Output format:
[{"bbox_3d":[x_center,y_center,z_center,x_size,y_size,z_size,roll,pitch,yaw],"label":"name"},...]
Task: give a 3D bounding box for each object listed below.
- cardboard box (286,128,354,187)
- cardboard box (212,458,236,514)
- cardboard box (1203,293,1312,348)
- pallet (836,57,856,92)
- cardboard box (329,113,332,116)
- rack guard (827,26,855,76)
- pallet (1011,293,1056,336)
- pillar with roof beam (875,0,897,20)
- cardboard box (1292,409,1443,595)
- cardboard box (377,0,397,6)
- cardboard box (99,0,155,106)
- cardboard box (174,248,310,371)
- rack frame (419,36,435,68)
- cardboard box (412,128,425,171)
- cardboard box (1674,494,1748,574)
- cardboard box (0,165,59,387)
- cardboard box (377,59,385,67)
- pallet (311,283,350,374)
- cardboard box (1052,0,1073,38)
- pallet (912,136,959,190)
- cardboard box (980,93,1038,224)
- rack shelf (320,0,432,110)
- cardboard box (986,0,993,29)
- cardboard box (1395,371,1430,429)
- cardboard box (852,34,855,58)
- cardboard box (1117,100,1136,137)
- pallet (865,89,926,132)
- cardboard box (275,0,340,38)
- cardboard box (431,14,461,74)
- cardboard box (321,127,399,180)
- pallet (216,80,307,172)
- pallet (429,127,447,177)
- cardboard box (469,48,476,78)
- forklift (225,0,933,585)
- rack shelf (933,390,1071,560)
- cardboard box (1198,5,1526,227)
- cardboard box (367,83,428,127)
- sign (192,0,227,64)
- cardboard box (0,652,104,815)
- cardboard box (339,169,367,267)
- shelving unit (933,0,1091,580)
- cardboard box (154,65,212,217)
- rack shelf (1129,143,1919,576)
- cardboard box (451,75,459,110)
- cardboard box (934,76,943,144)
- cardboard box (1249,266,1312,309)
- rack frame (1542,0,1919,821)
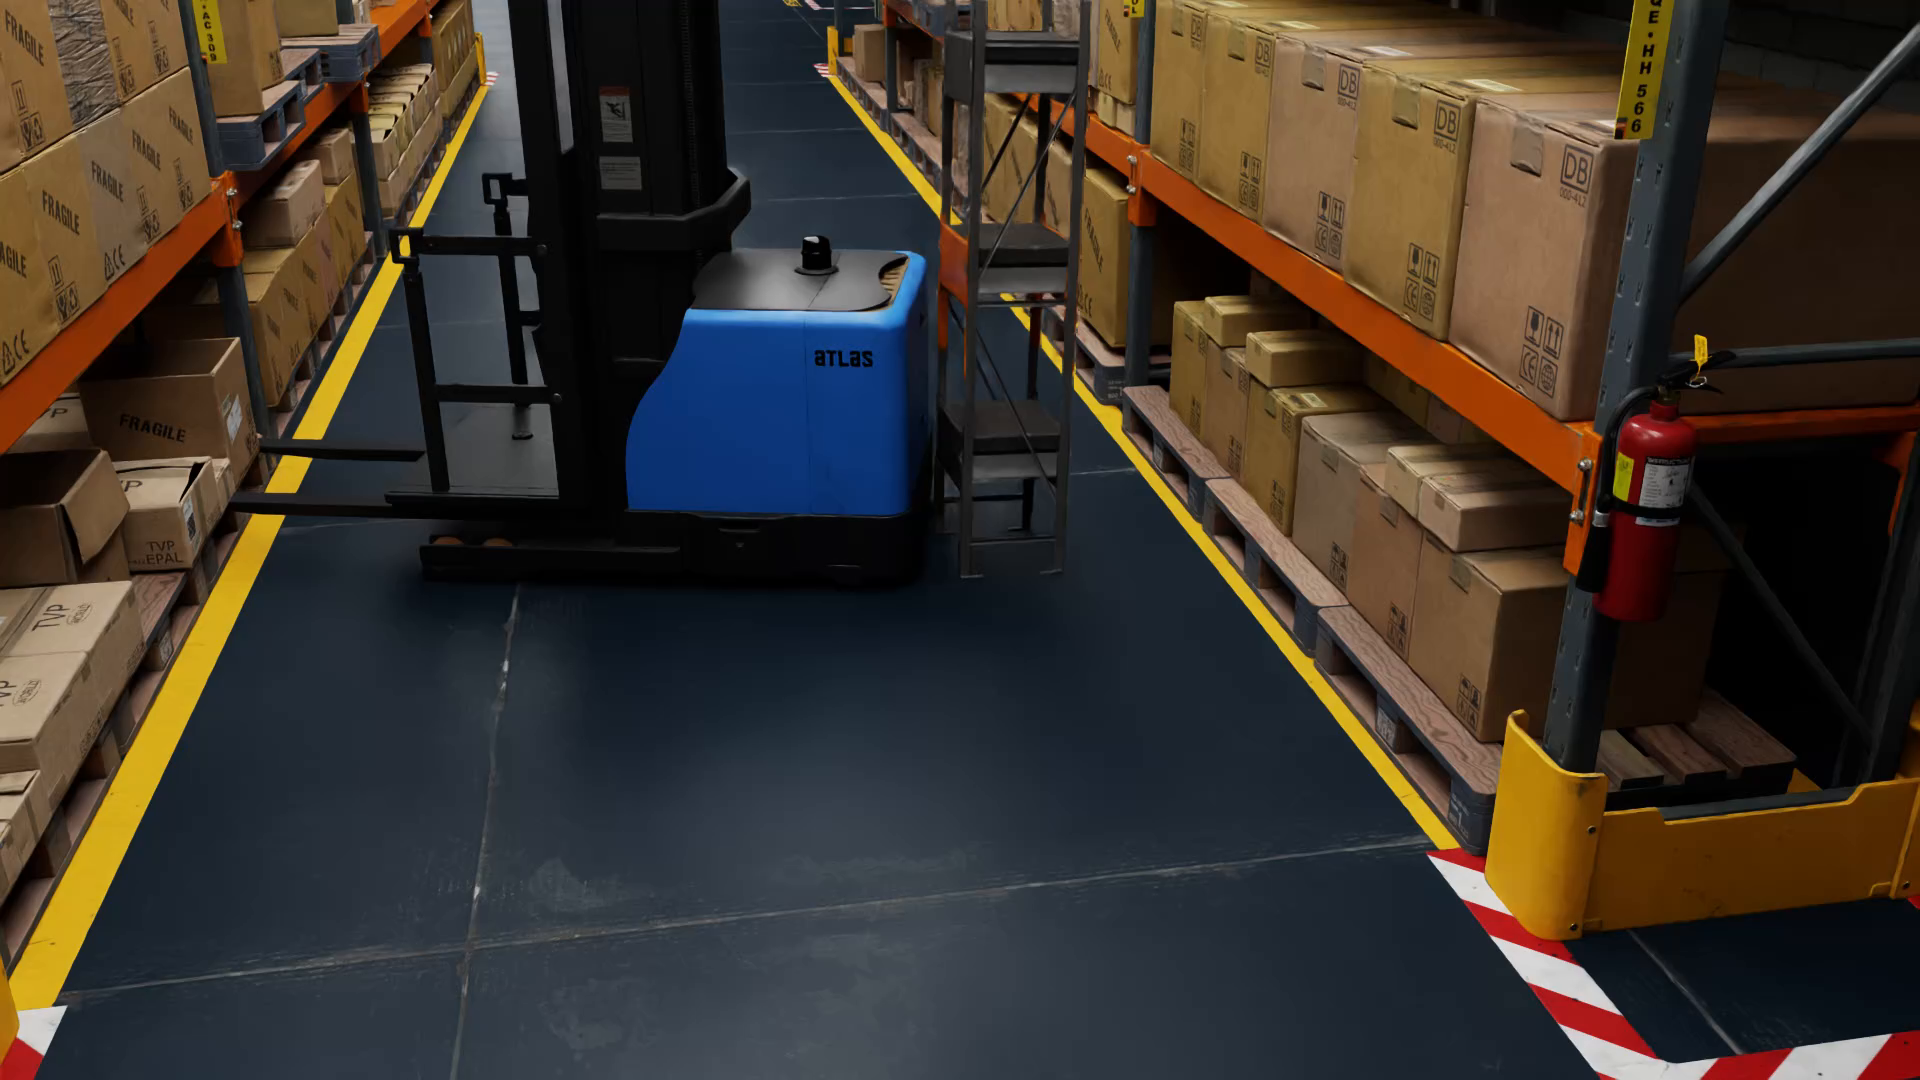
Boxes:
[{"bbox_3d":[-3.886,-2.248,9.785,0.500,0.250,0.500,-3,24,-8],"label":"cardboard box"},{"bbox_3d":[-3.052,-0.196,6.463,0.380,0.149,0.250,-4,24,-10],"label":"cardboard box"},{"bbox_3d":[1.225,-0.909,6.872,0.380,0.149,0.250,-4,24,-8],"label":"cardboard box"},{"bbox_3d":[-0.786,-5.105,18.175,1.003,0.211,1.213,-4,24,-10],"label":"pallet"},{"bbox_3d":[-4.836,-3.000,12.081,0.500,0.311,0.500,-4,24,-10],"label":"cardboard box"},{"bbox_3d":[-0.901,-5.559,18.855,1.175,0.500,0.348,-4,24,-10],"label":"rack guard"},{"bbox_3d":[0.858,-1.516,9.957,1.003,0.211,1.213,-4,24,-10],"label":"pallet"},{"bbox_3d":[-5.276,-11.314,21.412,9.100,9.000,0.400,-4,24,-10],"label":"pillar with roof beam"},{"bbox_3d":[1.629,-0.151,5.946,0.700,0.500,0.500,-5,24,-11],"label":"cardboard box"},{"bbox_3d":[-4.700,-4.400,13.244,0.396,0.266,0.258,-5,24,-11],"label":"cardboard box"},{"bbox_3d":[-3.119,-1.770,5.680,0.500,0.500,0.500,-5,24,-11],"label":"cardboard box"},{"bbox_3d":[-3.524,-1.120,8.140,0.500,0.500,0.500,-4,24,-9],"label":"cardboard box"},{"bbox_3d":[-5.043,-4.793,13.978,1.000,3.000,0.127,-4,24,-10],"label":"rack frame"},{"bbox_3d":[-4.402,-2.984,12.744,0.500,0.250,0.500,-4,24,-9],"label":"cardboard box"},{"bbox_3d":[2.035,-0.019,4.834,0.380,0.149,0.250,-4,24,-9],"label":"cardboard box"},{"bbox_3d":[-2.838,-0.713,4.511,0.500,0.500,0.500,-4,24,-10],"label":"cardboard box"},{"bbox_3d":[-5.425,-4.433,15.127,0.500,0.500,0.500,-4,24,-10],"label":"cardboard box"},{"bbox_3d":[-3.981,-1.167,9.158,1.003,0.211,1.213,-4,24,-10],"label":"pallet"},{"bbox_3d":[0.782,-2.767,8.817,0.500,0.500,0.500,-4,24,-10],"label":"cardboard box"},{"bbox_3d":[0.199,-3.097,13.577,1.003,0.211,1.213,-4,24,-10],"label":"pallet"},{"bbox_3d":[0.571,-2.497,10.880,0.750,0.750,0.750,-5,24,-10],"label":"cardboard box"},{"bbox_3d":[-4.674,-3.677,12.320,1.077,0.370,4.000,-4,24,-10],"label":"rack shelf"},{"bbox_3d":[0.402,-3.569,10.654,0.500,0.500,0.500,-4,24,-8],"label":"cardboard box"},{"bbox_3d":[1.799,-0.518,5.976,0.380,0.149,0.250,-4,24,-9],"label":"cardboard box"},{"bbox_3d":[-0.876,-5.426,18.235,0.500,0.311,0.500,-7,25,-16],"label":"cardboard box"},{"bbox_3d":[0.963,-2.021,7.918,0.380,0.149,0.250,-4,24,-9],"label":"cardboard box"},{"bbox_3d":[-0.335,-4.145,15.977,1.003,0.211,1.213,-4,24,-10],"label":"pallet"},{"bbox_3d":[-4.077,-3.219,9.723,0.700,0.500,0.500,-13,27,-27],"label":"cardboard box"},{"bbox_3d":[-5.006,-4.668,15.665,0.500,0.500,0.500,-4,24,-10],"label":"cardboard box"},{"bbox_3d":[-4.112,-2.637,11.251,0.500,0.311,0.500,-4,24,-8],"label":"cardboard box"},{"bbox_3d":[-3.605,-1.881,7.549,1.003,0.211,1.213,-4,24,-10],"label":"pallet"},{"bbox_3d":[-4.869,-3.229,13.879,1.003,0.211,1.213,-4,24,-10],"label":"pallet"},{"bbox_3d":[-5.289,-4.914,17.165,0.500,0.250,0.500,-4,24,-10],"label":"cardboard box"},{"bbox_3d":[-1.659,-1.390,6.270,3.031,2.935,1.130,2,24,4],"label":"forklift"},{"bbox_3d":[0.152,-0.262,6.453,0.431,0.518,0.480,-3,21,-12],"label":"rack shelf"},{"bbox_3d":[1.517,-1.650,6.406,0.980,0.700,0.700,-5,24,-11],"label":"cardboard box"},{"bbox_3d":[-4.494,-3.444,13.098,0.500,0.311,0.500,-4,24,-10],"label":"cardboard box"},{"bbox_3d":[-3.032,-2.087,6.698,0.100,0.325,0.005,-4,24,-10],"label":"sign"},{"bbox_3d":[-2.739,0.554,4.621,0.500,0.250,0.500,-4,24,-10],"label":"cardboard box"},{"bbox_3d":[-3.900,-1.926,9.985,0.500,0.500,0.500,-3,24,-8],"label":"cardboard box"},{"bbox_3d":[0.171,-0.930,6.203,0.431,2.100,0.503,-3,21,-12],"label":"shelving unit"},{"bbox_3d":[-3.219,-1.515,6.346,0.500,0.500,0.500,-4,24,-9],"label":"cardboard box"},{"bbox_3d":[1.673,-0.898,5.958,1.077,0.370,4.000,-4,24,-10],"label":"rack shelf"},{"bbox_3d":[-4.919,-4.128,15.364,0.500,0.250,0.500,-4,24,-10],"label":"cardboard box"},{"bbox_3d":[0.176,-3.526,13.649,0.700,0.500,0.500,-4,24,-9],"label":"cardboard box"},{"bbox_3d":[1.509,-1.129,7.375,0.380,0.149,0.250,-4,24,-10],"label":"cardboard box"},{"bbox_3d":[2.043,-0.441,4.013,1.000,3.000,0.127,-4,24,-10],"label":"rack frame"}]
